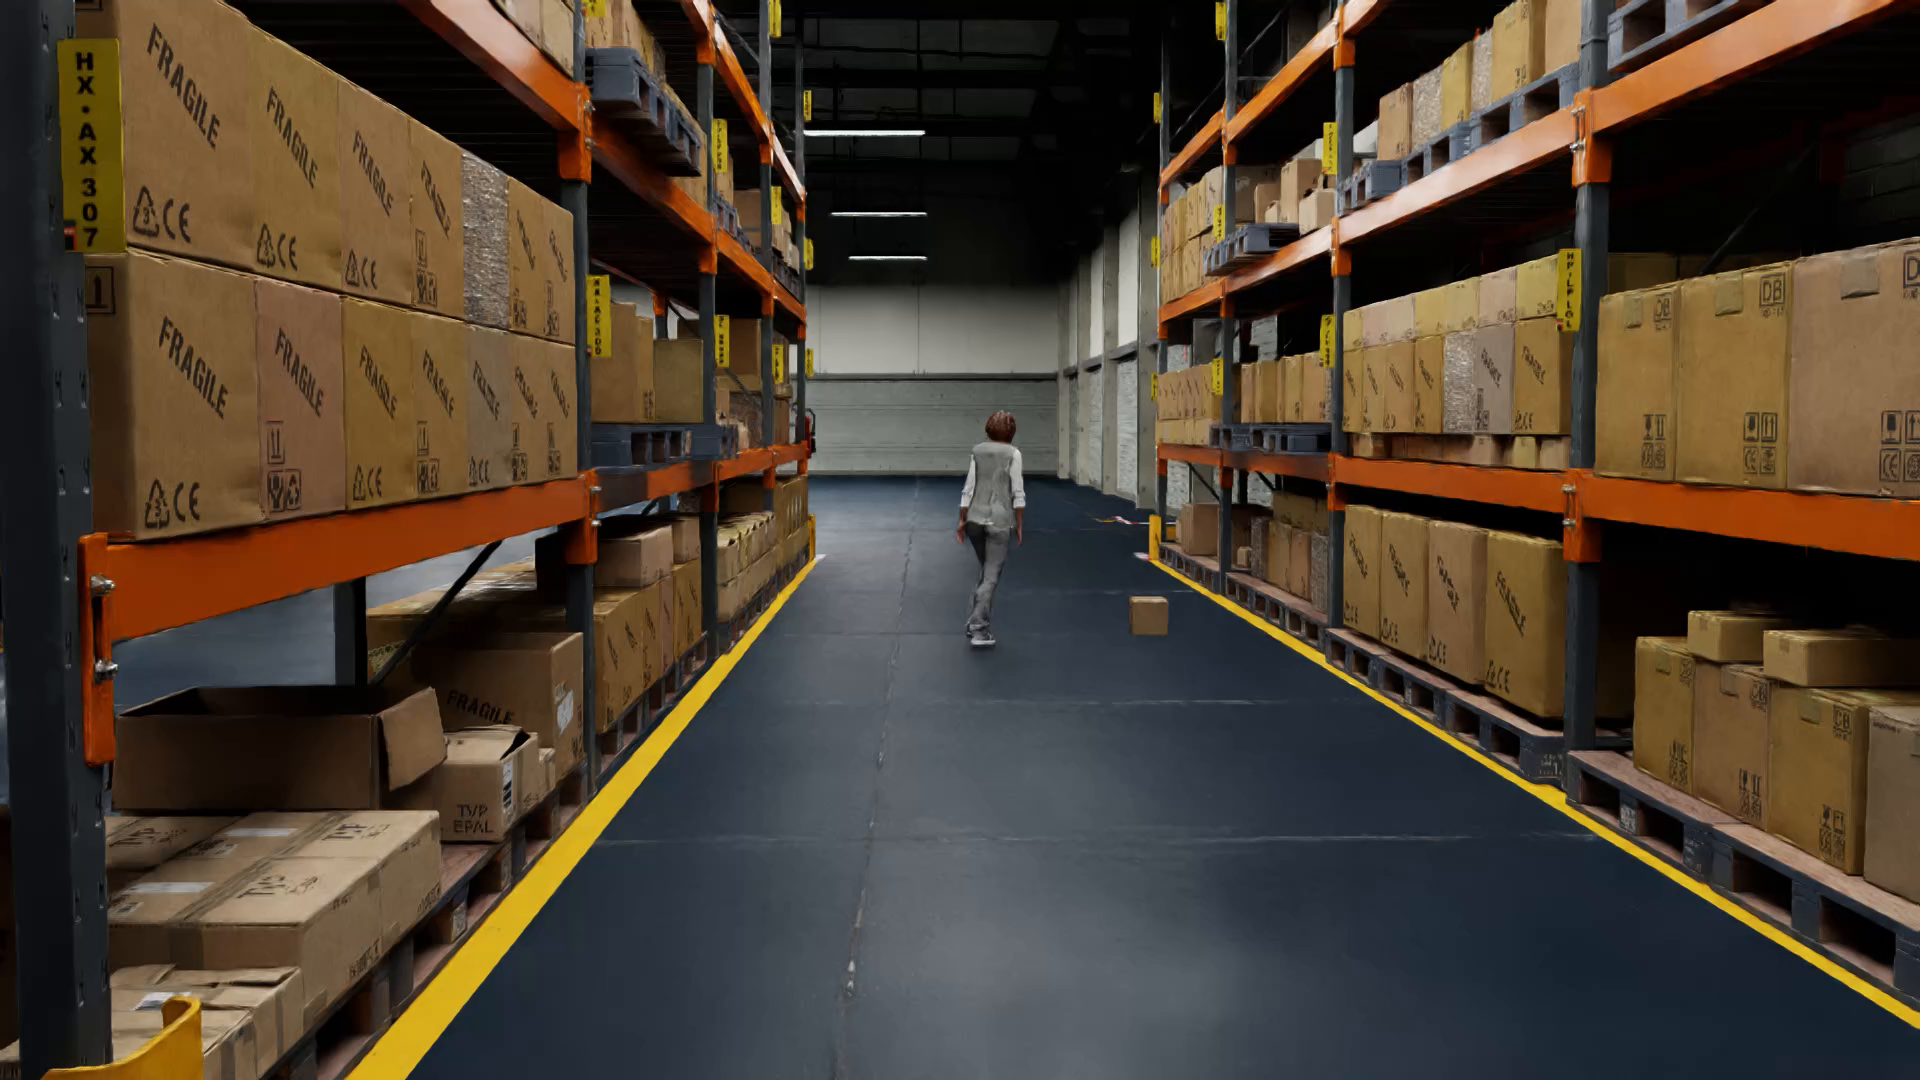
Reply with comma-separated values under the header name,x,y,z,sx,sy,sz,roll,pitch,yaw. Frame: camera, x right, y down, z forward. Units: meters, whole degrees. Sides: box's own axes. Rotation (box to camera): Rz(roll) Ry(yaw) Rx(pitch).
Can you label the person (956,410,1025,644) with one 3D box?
name,x,y,z,sx,sy,sz,roll,pitch,yaw
person,0.210,-0.085,11.238,0.442,1.584,0.493,2,5,32
